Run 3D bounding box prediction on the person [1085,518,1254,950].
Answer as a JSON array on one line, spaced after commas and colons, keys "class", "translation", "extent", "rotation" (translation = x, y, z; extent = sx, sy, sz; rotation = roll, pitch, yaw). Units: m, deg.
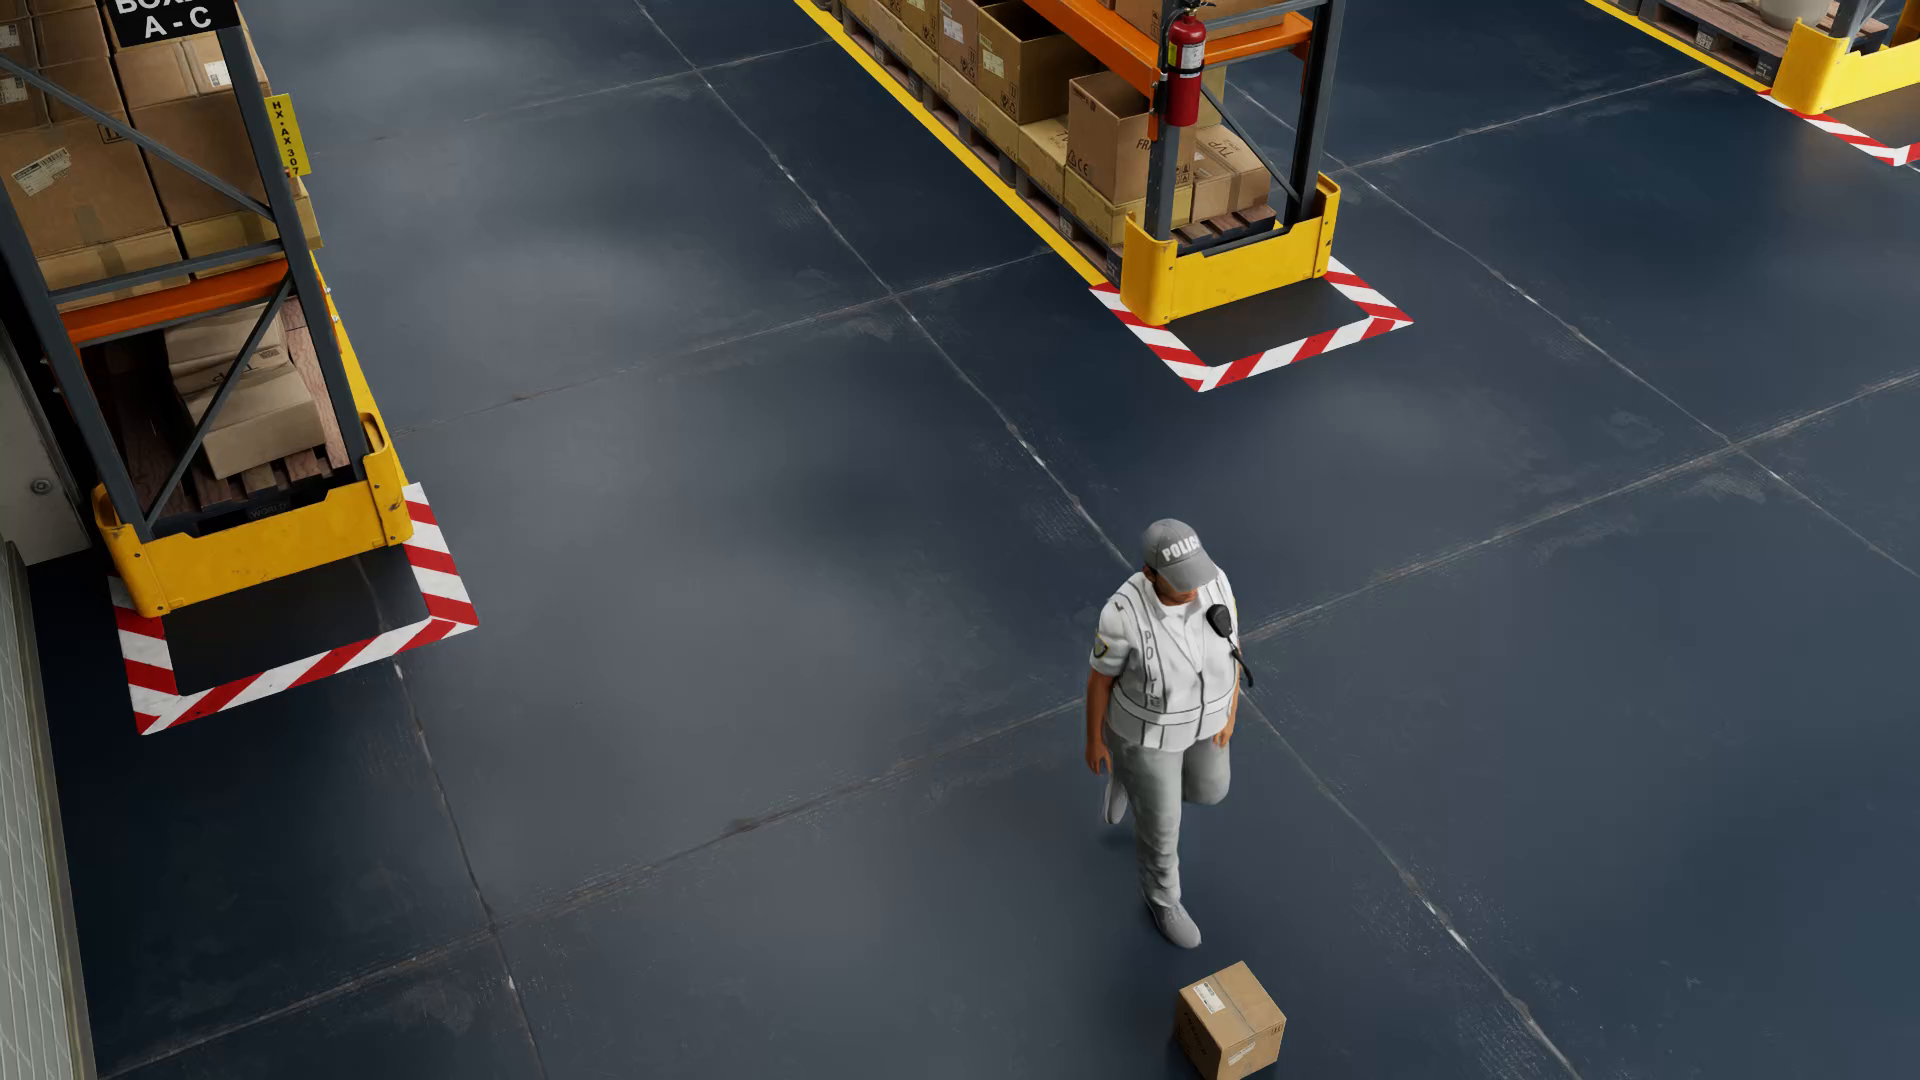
[{"class": "person", "translation": [0.667, 0.606, 5.492], "extent": [0.518, 1.684, 0.703], "rotation": [-21, 46, -22]}]
